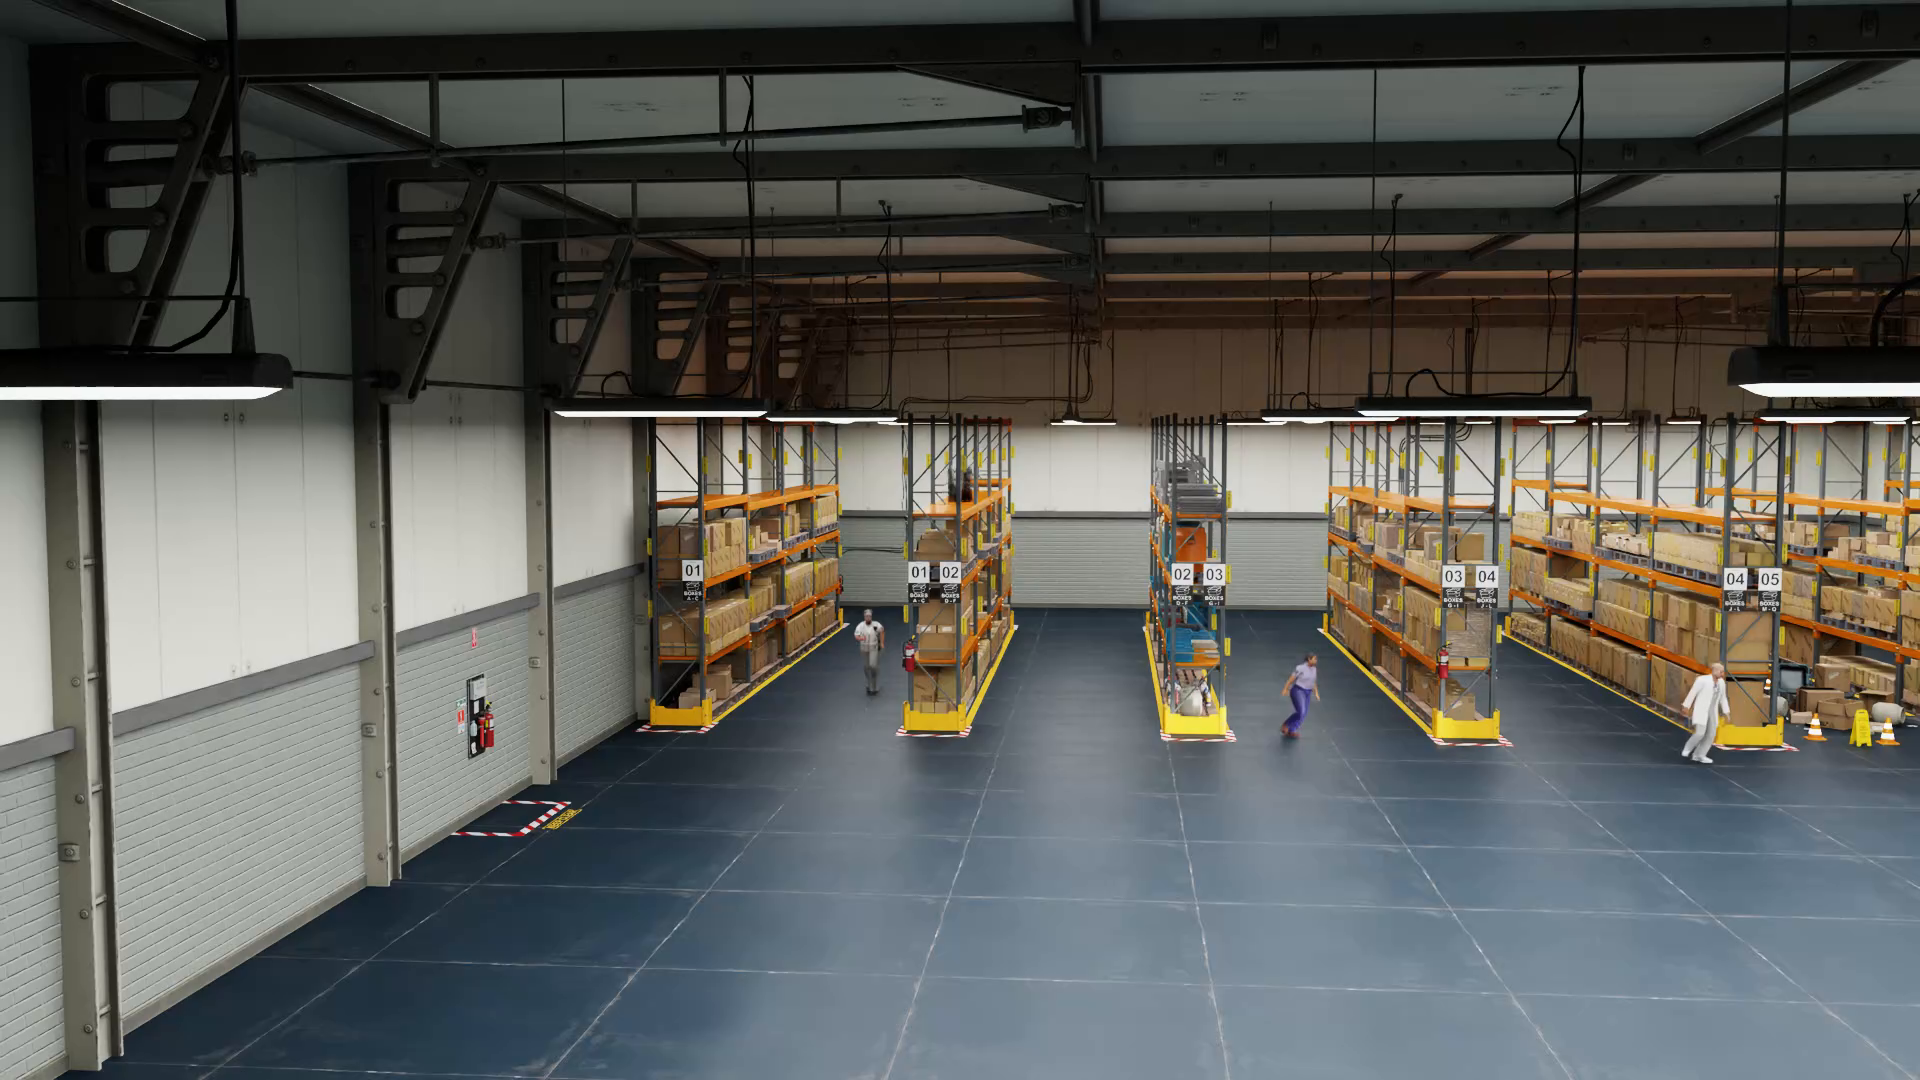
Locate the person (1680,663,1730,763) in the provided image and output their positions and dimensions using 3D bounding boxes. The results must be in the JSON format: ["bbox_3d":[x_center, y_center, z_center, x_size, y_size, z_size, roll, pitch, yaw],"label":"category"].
[{"bbox_3d":[12.722,2.942,28.401,0.731,1.734,0.564,-1,4,-19],"label":"person"}]

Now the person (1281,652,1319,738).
[{"bbox_3d":[6.293,2.871,30.766,0.645,1.577,0.552,-4,5,-43],"label":"person"}]

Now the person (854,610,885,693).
[{"bbox_3d":[-1.976,2.417,36.137,0.614,1.841,0.853,1,4,8],"label":"person"}]
